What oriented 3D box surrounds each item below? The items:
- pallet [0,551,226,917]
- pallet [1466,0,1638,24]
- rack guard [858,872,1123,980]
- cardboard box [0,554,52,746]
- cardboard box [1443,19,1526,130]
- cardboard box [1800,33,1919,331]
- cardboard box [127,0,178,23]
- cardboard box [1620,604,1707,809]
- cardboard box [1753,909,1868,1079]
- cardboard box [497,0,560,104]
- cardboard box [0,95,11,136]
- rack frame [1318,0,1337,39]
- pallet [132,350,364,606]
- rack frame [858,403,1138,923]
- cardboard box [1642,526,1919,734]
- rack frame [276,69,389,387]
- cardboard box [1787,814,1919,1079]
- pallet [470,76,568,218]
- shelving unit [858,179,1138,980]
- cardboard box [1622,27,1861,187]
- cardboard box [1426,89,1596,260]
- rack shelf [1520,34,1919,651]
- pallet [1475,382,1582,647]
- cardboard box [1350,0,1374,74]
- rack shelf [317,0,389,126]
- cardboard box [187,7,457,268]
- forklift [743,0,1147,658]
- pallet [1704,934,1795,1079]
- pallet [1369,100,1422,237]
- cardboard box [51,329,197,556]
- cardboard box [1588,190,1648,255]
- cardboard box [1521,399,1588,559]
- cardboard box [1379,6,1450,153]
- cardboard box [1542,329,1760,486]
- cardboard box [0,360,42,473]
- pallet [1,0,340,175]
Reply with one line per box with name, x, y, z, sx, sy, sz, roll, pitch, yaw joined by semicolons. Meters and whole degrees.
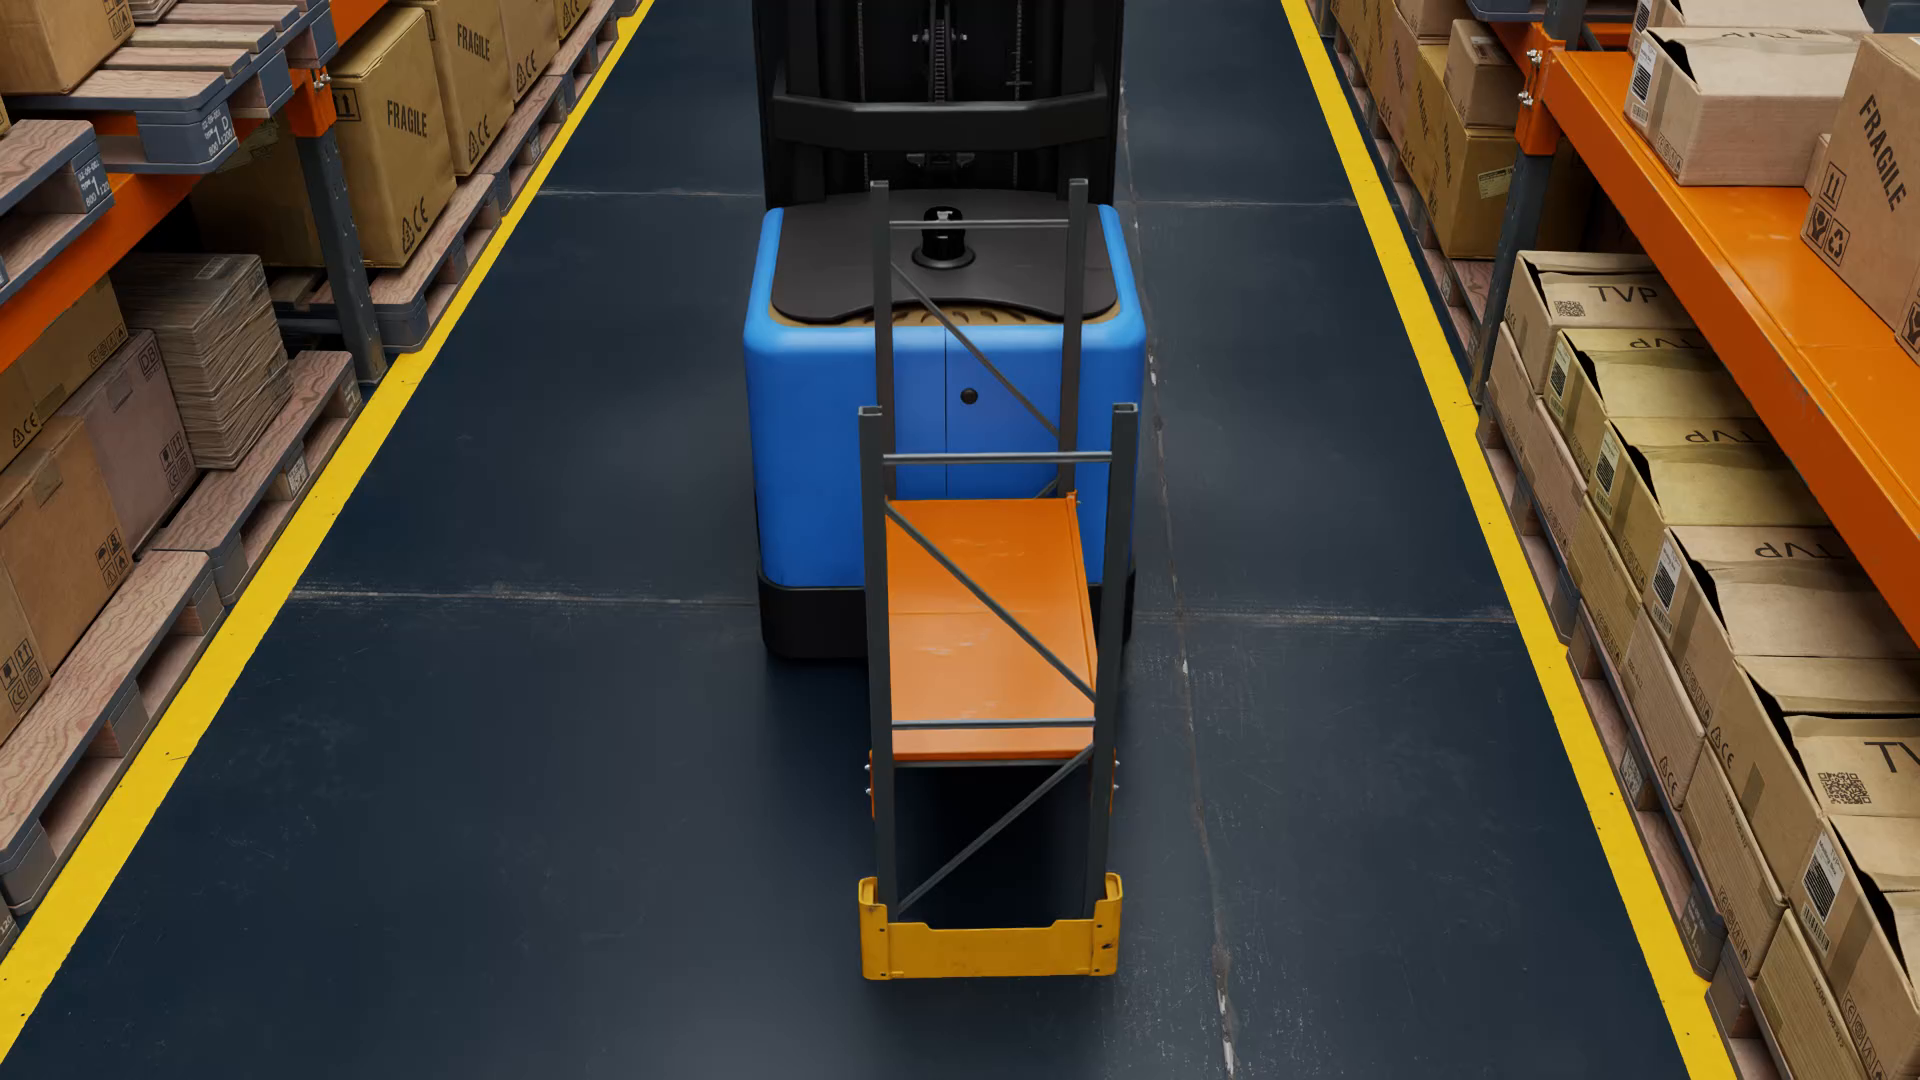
pallet;-2.699;0.457;4.417;1.003;0.211;1.213;1;35;2
pallet;2.293;-2.033;5.700;1.213;0.211;1.003;1;35;2
rack guard;0.068;0.879;3.781;0.587;0.250;0.087;-1;35;-1
cardboard box;-2.730;0.295;4.013;0.700;0.500;0.500;2;35;2
cardboard box;2.137;-1.759;6.284;0.500;0.250;0.500;3;35;4
cardboard box;2.285;-0.797;3.688;0.500;0.500;0.500;0;35;-1
cardboard box;-2.623;-1.783;4.709;0.700;0.500;0.500;-3;35;-4
cardboard box;1.966;0.409;4.085;0.500;0.250;0.500;2;35;3
cardboard box;1.924;0.996;3.251;0.500;0.250;0.500;1;35;1
cardboard box;-2.383;-2.536;7.753;0.750;0.750;0.750;2;35;3
cardboard box;-2.651;-1.067;3.689;0.700;0.500;0.500;1;35;2
rack frame;2.496;-4.018;8.359;1.000;3.000;0.127;1;35;2
pallet;-2.647;-0.243;5.411;1.003;0.211;1.213;1;35;2
rack frame;0.068;0.379;3.406;0.500;1.500;0.032;-1;35;-1
cardboard box;1.966;0.188;3.912;0.500;0.311;0.500;1;35;1
rack frame;-2.614;-1.832;5.248;1.000;3.000;0.127;1;35;2
cardboard box;1.919;0.763;3.093;0.500;0.311;0.500;2;35;3
pallet;-2.456;-1.842;7.687;1.003;0.211;1.213;1;35;2
shelving unit;0.056;0.082;3.829;0.587;1.500;1.083;-1;35;-1
cardboard box;2.106;-1.174;4.390;0.500;0.311;0.500;1;35;1
cardboard box;2.139;-1.420;6.453;0.500;0.500;0.500;3;35;4
rack shelf;2.255;-0.277;3.661;1.077;0.370;4.000;1;35;2
pallet;2.264;-0.107;5.219;1.003;0.211;1.213;1;35;2
cardboard box;2.223;-2.596;8.127;0.500;0.500;0.500;2;35;3
rack shelf;-2.534;-2.687;7.090;1.077;0.370;4.000;1;35;2
cardboard box;-2.454;-1.544;6.343;0.750;0.750;0.750;1;35;1
forklift;-0.070;-1.685;5.099;1.130;2.935;3.031;-1;35;-1
pallet;2.166;1.295;3.224;1.003;0.211;1.213;1;35;2
pallet;2.455;-1.706;7.494;1.003;0.211;1.213;1;35;2
cardboard box;-2.728;-0.281;4.833;0.700;0.500;0.500;1;35;2
cardboard box;2.639;-1.132;6.044;0.500;0.500;0.500;3;35;4
cardboard box;2.002;-0.184;4.929;0.500;0.250;0.500;0;35;1
cardboard box;2.175;-2.019;7.306;0.500;0.500;0.500;0;35;0
cardboard box;2.008;-0.400;4.749;0.500;0.311;0.500;1;35;1
cardboard box;-2.692;-0.260;4.150;0.500;0.250;0.500;1;35;2
pallet;-2.536;-1.342;4.718;1.213;0.211;1.003;1;35;2
